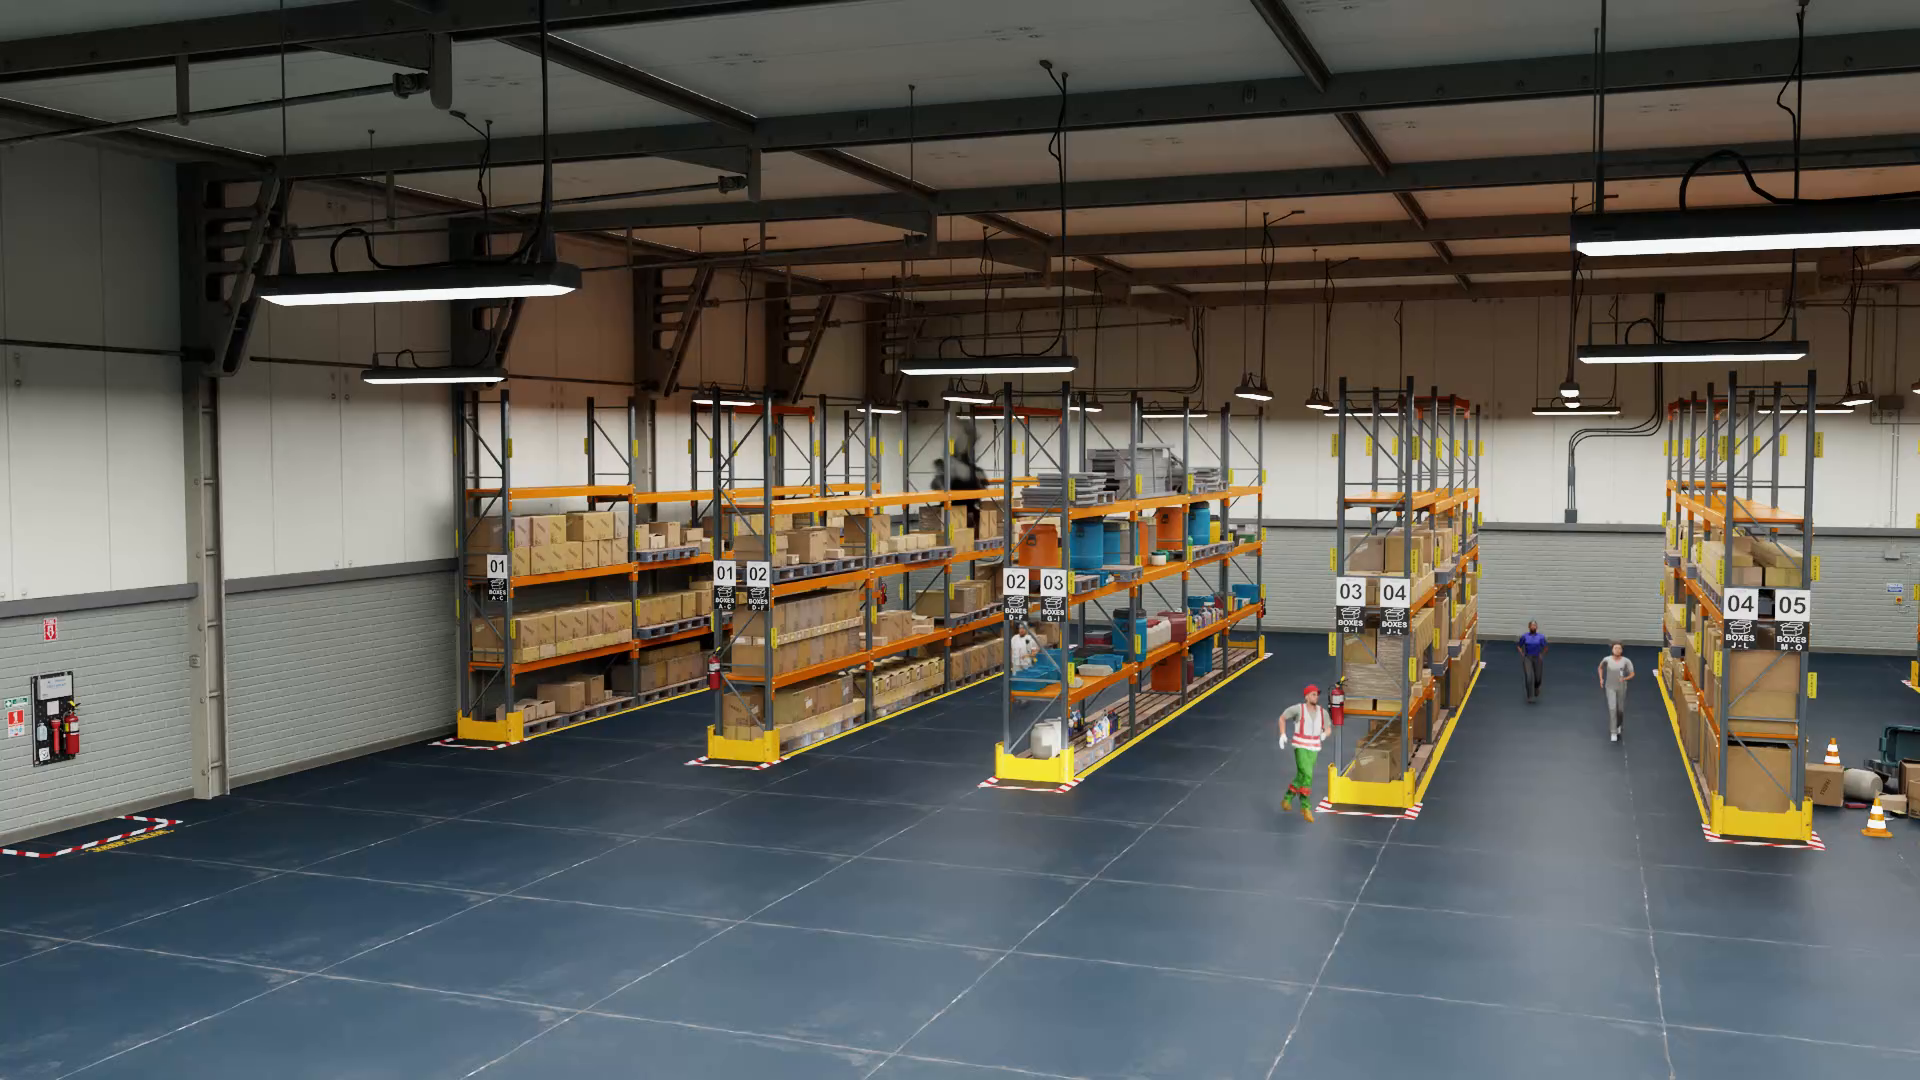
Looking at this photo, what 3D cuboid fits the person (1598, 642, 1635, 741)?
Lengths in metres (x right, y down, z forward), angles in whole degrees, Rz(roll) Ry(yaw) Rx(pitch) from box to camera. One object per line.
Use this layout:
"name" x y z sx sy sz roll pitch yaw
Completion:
"person" 11.290 2.578 28.614 0.581 1.664 0.833 1 3 18

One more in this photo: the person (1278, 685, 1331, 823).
"person" 4.732 2.859 22.570 0.691 1.775 0.850 -1 3 -18

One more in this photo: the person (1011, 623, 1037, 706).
"person" 1.175 2.403 31.967 0.593 1.625 0.574 1 3 9

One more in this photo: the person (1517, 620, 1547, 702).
"person" 11.305 2.388 32.871 0.575 1.603 0.588 1 3 18
